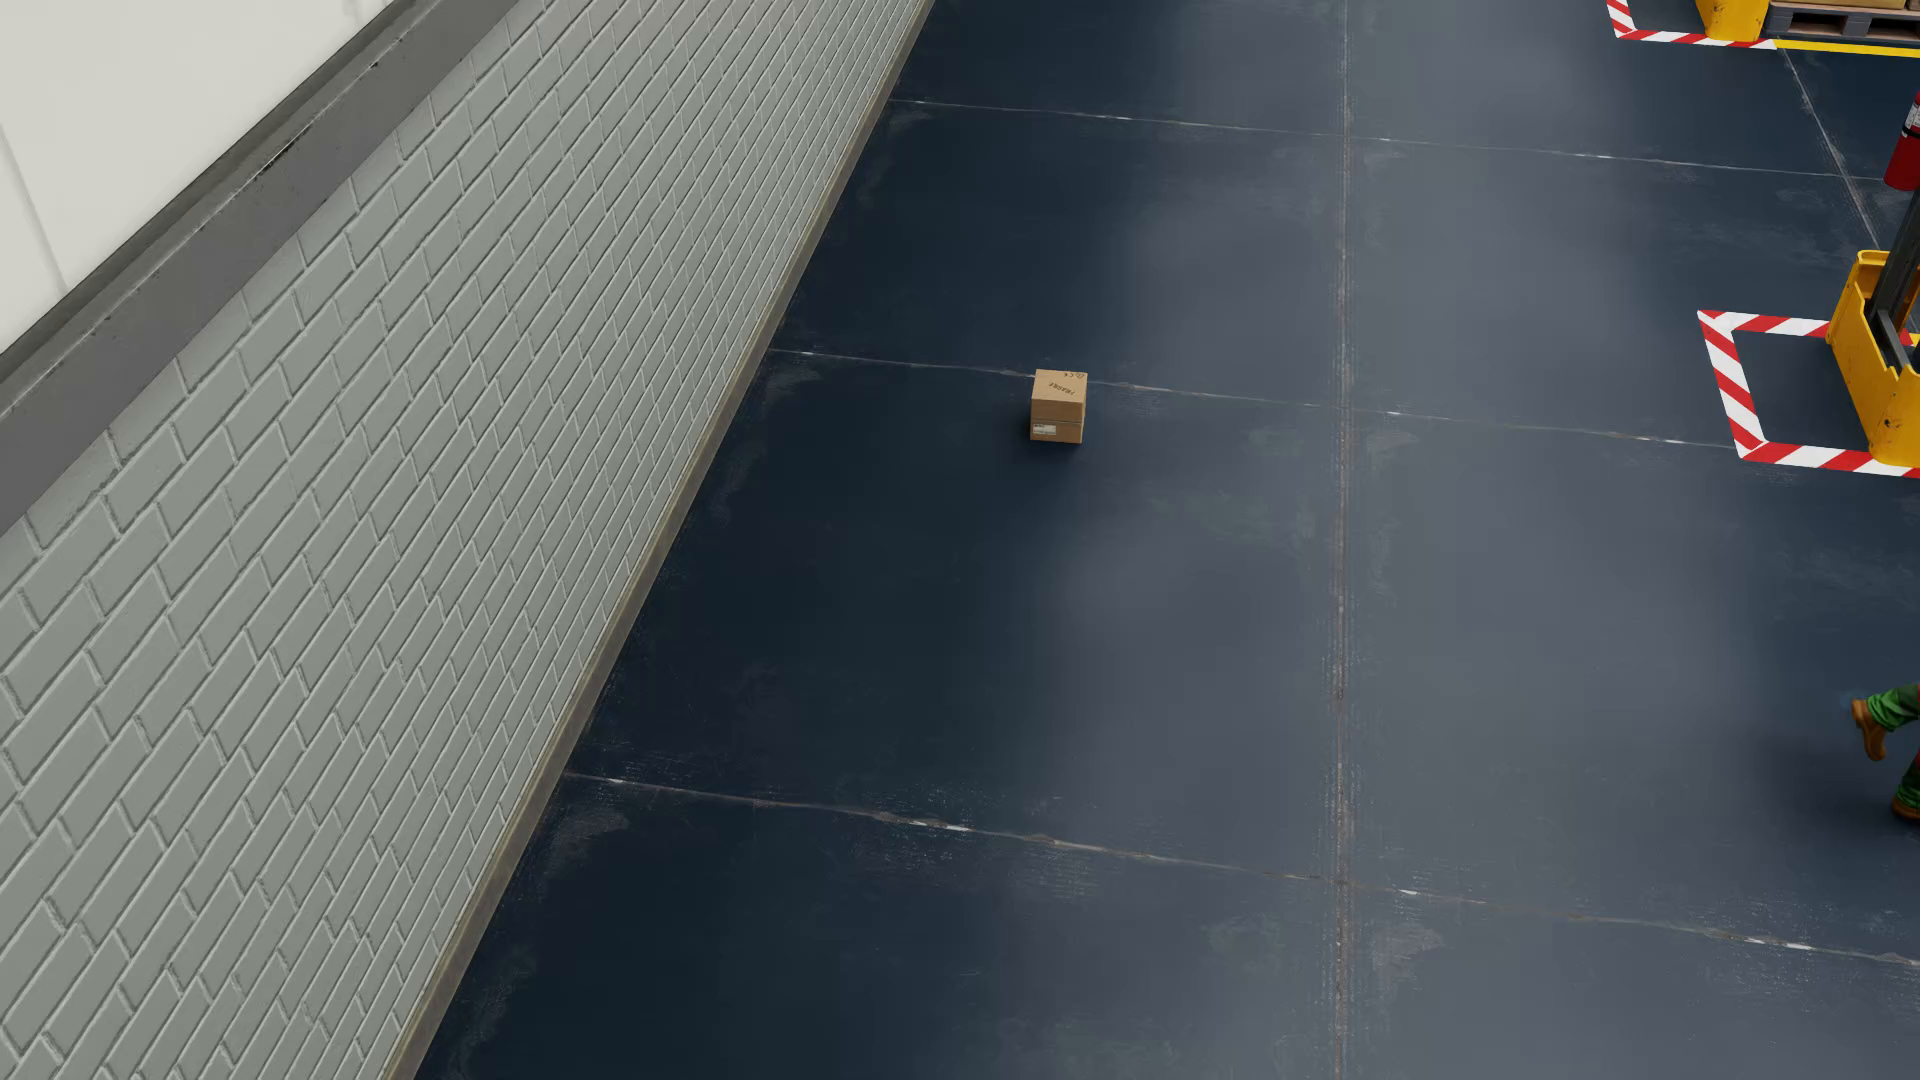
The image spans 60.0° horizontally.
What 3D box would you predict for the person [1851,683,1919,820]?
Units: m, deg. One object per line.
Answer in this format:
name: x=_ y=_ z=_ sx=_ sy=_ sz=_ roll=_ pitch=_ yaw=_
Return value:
person: x=3.575 y=0.294 z=5.754 sx=0.555 sy=1.778 sz=0.558 roll=21 pitch=44 yaw=23
